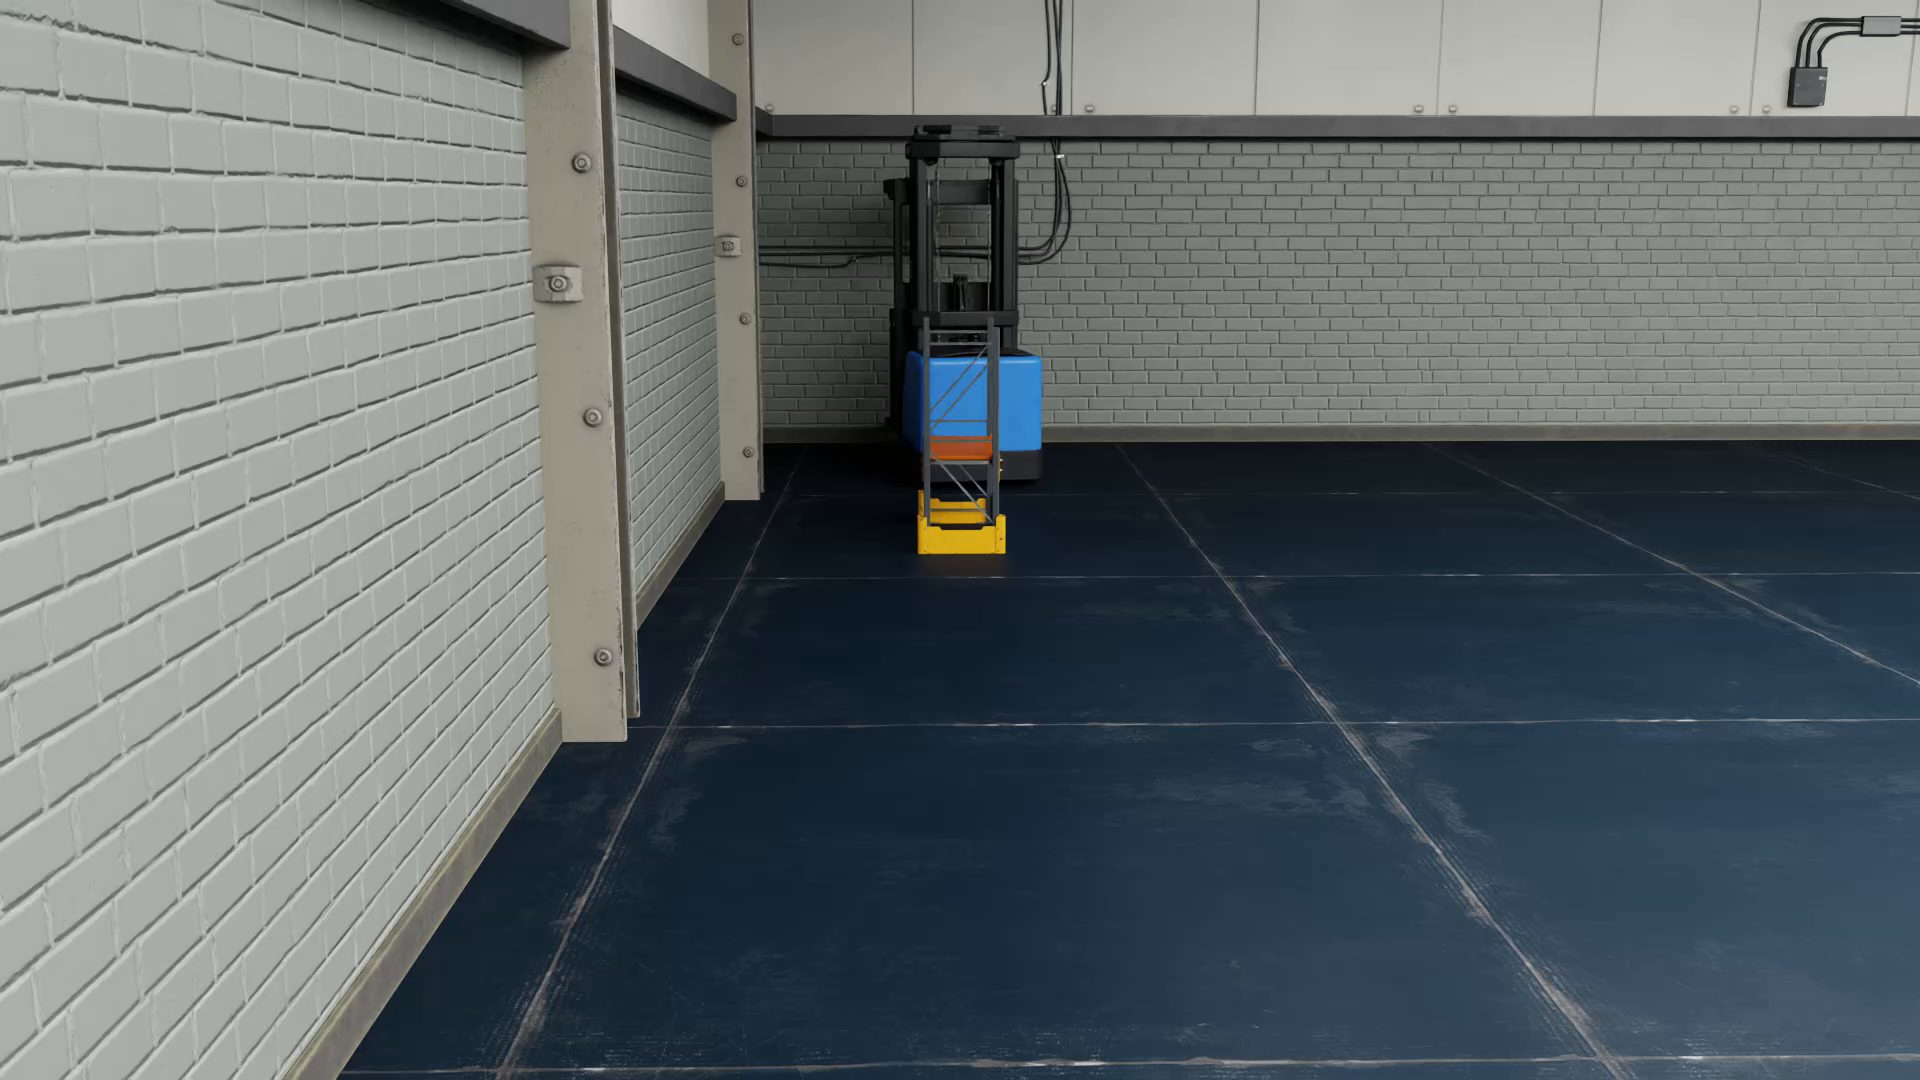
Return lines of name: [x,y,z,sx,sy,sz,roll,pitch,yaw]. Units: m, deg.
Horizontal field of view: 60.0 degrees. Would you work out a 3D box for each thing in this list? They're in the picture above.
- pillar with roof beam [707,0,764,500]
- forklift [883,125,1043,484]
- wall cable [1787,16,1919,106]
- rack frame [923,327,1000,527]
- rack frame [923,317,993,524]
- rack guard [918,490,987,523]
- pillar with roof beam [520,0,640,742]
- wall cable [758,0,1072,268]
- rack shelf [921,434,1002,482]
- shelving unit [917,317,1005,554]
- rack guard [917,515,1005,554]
pillar with roof beam: [2.565,-4.782,12.499,9.100,9.000,0.400,0,11,-1]
forklift: [-0.079,-2.145,14.760,1.130,2.935,3.031,-2,12,-10]
wall cable: [9.013,-7.058,15.164,2.305,6.003,0.169,0,11,-1]
rack frame: [0.009,-0.651,10.995,0.500,1.500,0.032,0,11,-1]
rack frame: [-0.012,-0.853,11.992,0.500,1.500,0.032,0,11,-1]
rack guard: [-0.012,-0.237,12.097,0.587,0.250,0.087,0,11,-1]
pillar with roof beam: [2.689,-3.590,6.620,9.100,9.000,0.400,0,11,-1]
wall cable: [-0.478,-3.834,15.634,3.097,2.526,0.112,0,11,-1]
rack shelf: [-0.002,-0.576,11.529,0.538,0.185,1.000,0,11,-1]
shelving unit: [-0.002,-0.750,11.485,0.587,1.500,1.083,0,11,-1]
rack guard: [0.009,-0.039,11.121,0.587,0.250,0.087,0,11,-1]
